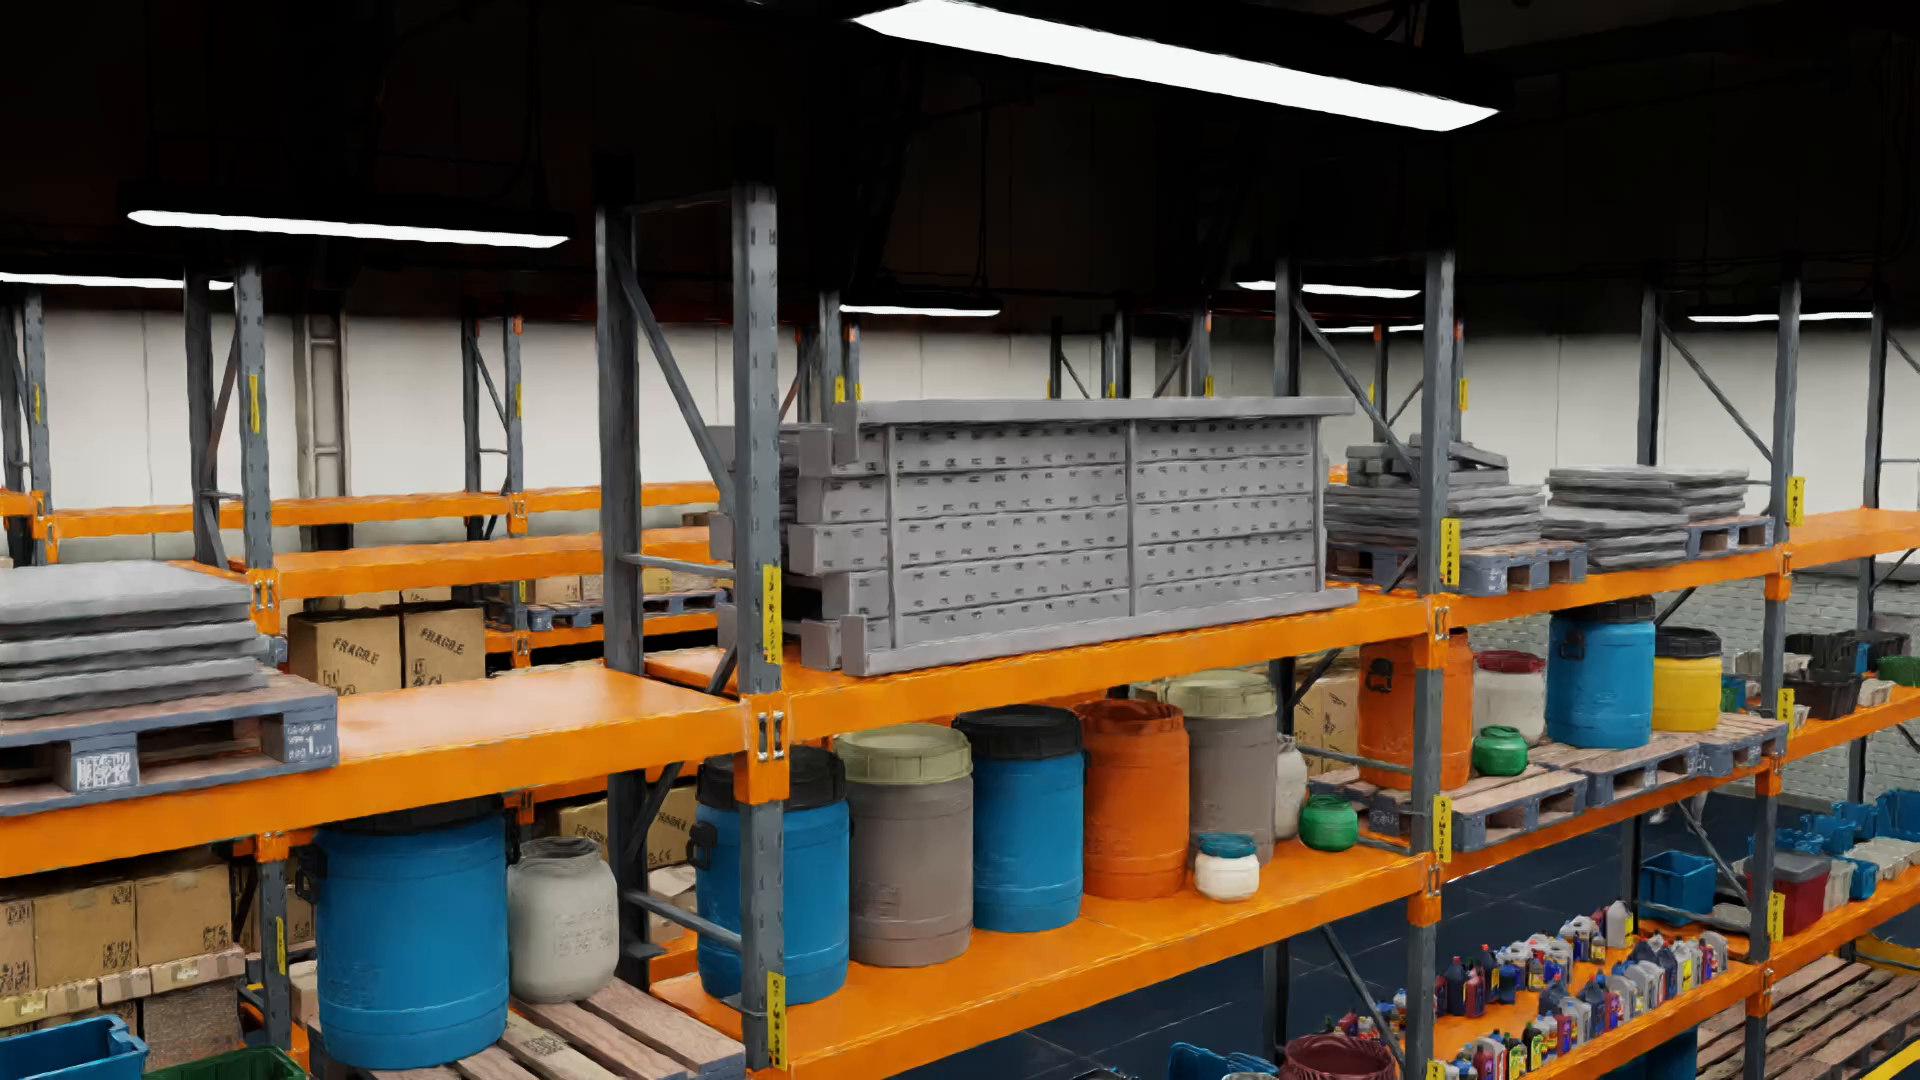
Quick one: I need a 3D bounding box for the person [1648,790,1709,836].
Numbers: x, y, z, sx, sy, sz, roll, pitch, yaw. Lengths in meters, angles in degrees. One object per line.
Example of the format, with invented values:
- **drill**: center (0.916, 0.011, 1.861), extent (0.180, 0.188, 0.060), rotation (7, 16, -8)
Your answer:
- **person**: center (8.314, 2.487, 19.043), extent (0.712, 1.759, 0.519), rotation (1, 5, 9)
